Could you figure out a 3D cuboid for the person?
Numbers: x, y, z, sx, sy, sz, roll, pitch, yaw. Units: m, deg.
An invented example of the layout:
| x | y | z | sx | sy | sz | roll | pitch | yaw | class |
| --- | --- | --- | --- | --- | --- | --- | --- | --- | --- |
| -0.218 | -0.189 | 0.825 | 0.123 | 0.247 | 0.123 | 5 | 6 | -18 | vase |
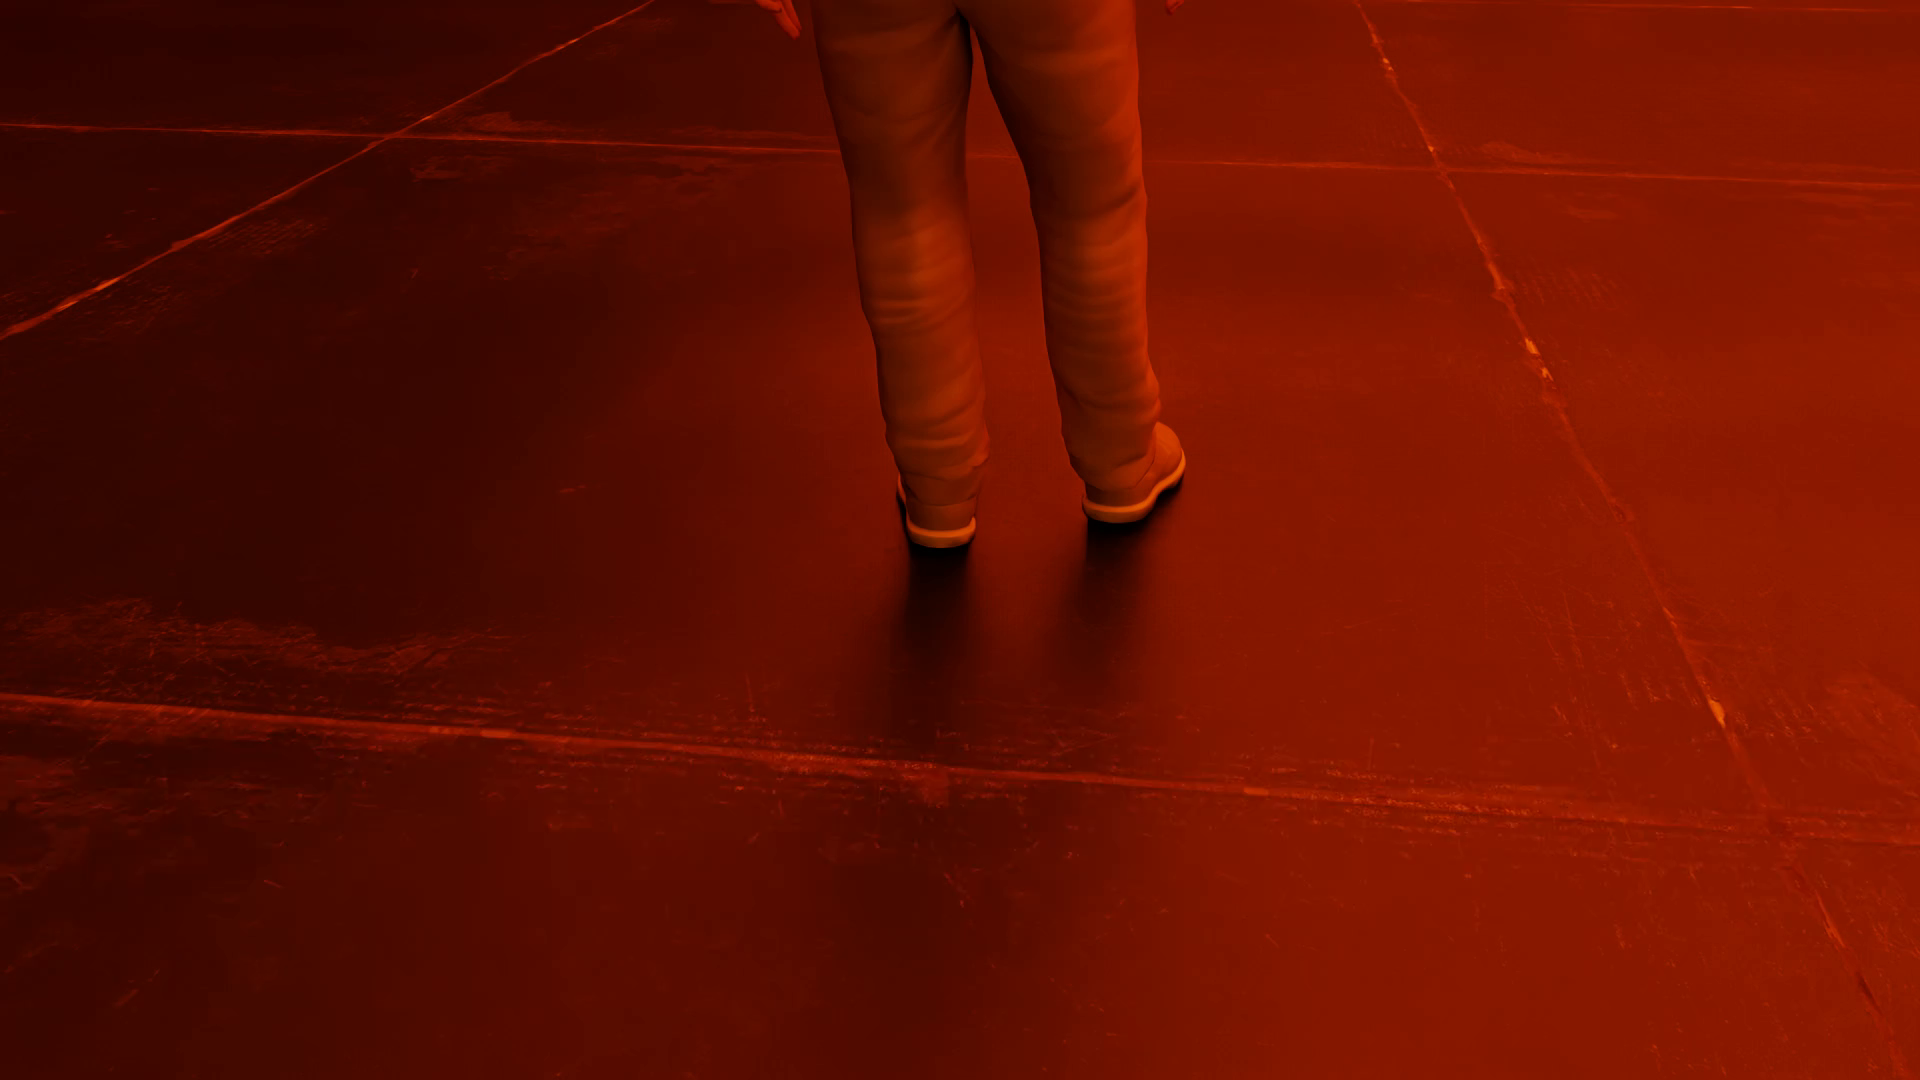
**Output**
| x | y | z | sx | sy | sz | roll | pitch | yaw | class |
| --- | --- | --- | --- | --- | --- | --- | --- | --- | --- |
| 0.023 | -0.820 | 2.189 | 0.641 | 1.728 | 0.550 | 3 | 27 | 7 | person |
